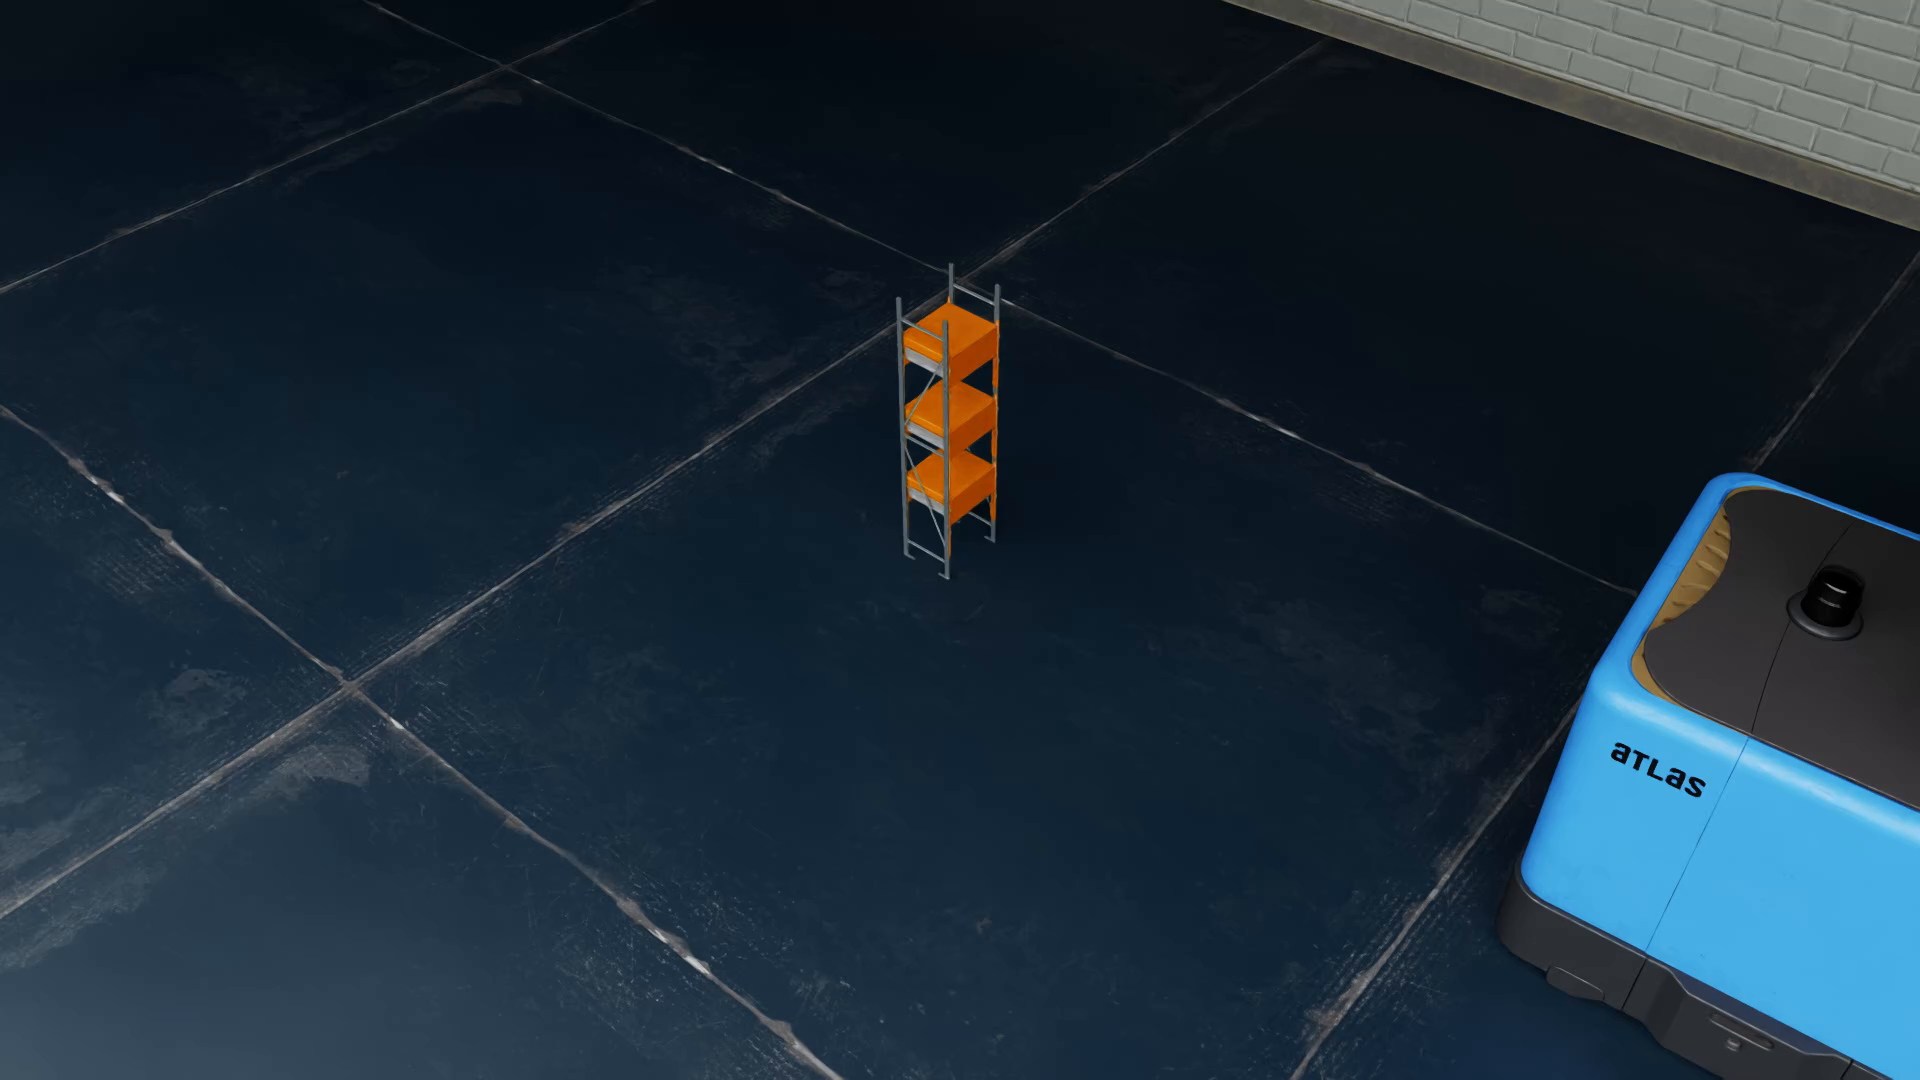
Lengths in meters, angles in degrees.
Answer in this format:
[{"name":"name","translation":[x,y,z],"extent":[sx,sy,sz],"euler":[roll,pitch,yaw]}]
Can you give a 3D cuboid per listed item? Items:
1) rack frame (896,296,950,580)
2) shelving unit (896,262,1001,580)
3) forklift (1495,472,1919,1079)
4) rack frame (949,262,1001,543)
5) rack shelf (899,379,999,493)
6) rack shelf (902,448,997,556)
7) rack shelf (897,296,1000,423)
[{"name":"rack frame","translation":[-0.113,-0.298,5.297],"extent":[0.200,1.050,0.008],"euler":[29,50,28]},{"name":"shelving unit","translation":[-0.034,-0.361,5.367],"extent":[0.215,1.050,0.252],"euler":[29,50,28]},{"name":"forklift","translation":[2.937,0.352,3.185],"extent":[3.031,2.935,1.130],"euler":[26,48,26]},{"name":"rack frame","translation":[0.044,-0.424,5.436],"extent":[0.200,1.050,0.008],"euler":[29,50,28]},{"name":"rack shelf","translation":[-0.034,-0.353,5.374],"extent":[0.215,0.259,0.240],"euler":[29,50,28]},{"name":"rack shelf","translation":[-0.034,-0.147,5.561],"extent":[0.215,0.259,0.240],"euler":[29,50,28]},{"name":"rack shelf","translation":[-0.034,-0.563,5.183],"extent":[0.215,0.259,0.240],"euler":[29,50,28]}]
